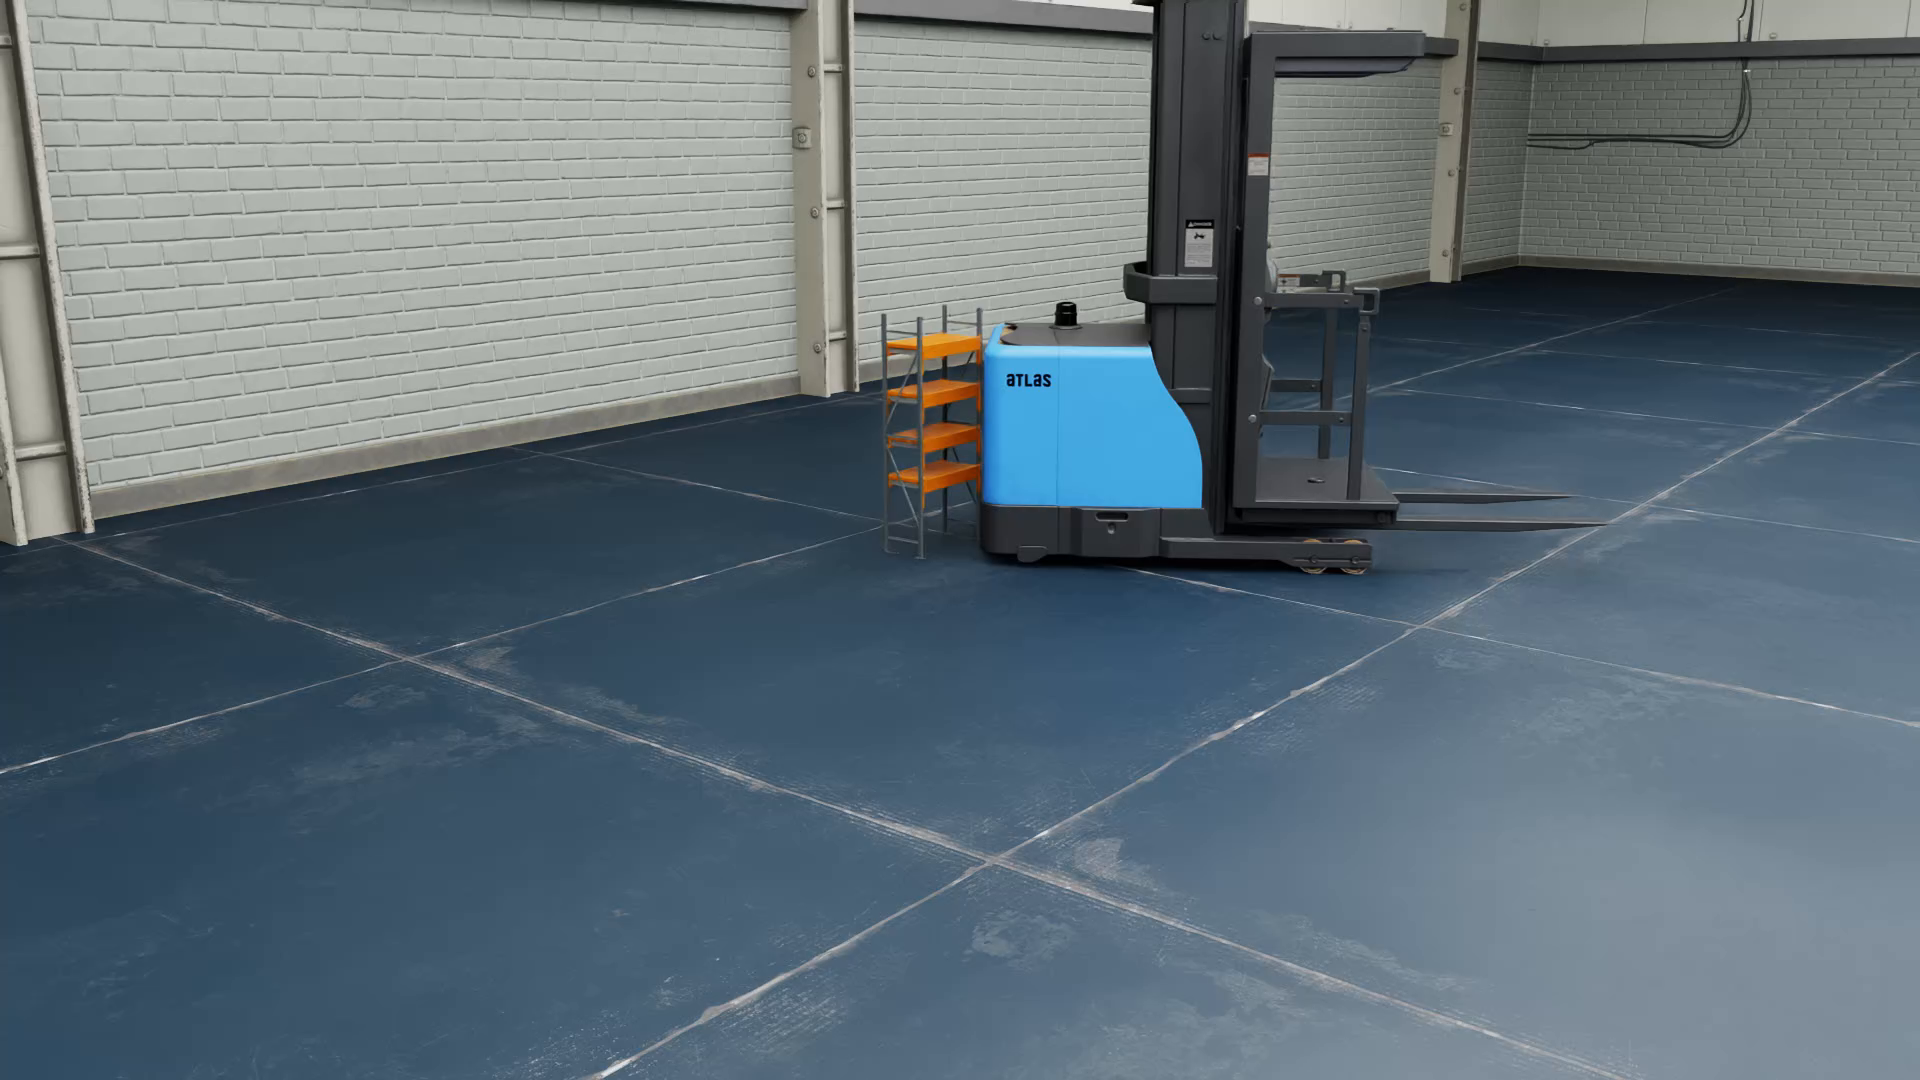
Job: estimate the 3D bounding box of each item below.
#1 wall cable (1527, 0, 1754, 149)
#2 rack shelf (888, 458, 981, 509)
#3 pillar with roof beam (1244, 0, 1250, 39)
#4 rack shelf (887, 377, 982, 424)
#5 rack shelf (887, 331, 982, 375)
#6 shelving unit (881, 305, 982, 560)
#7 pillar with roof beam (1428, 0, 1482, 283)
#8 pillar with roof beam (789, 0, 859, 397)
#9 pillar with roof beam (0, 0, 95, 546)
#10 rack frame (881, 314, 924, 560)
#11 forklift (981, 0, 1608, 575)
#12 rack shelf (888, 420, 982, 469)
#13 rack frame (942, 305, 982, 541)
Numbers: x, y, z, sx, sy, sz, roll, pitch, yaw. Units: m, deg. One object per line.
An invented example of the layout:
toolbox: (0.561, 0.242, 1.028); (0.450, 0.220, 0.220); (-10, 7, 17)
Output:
wall cable: (9.377, -6.694, 23.001); (3.097, 2.526, 0.112); (11, 18, 38)
rack shelf: (-0.136, -0.291, 8.413); (0.258, 0.148, 0.480); (10, 18, 35)
pillar with roof beam: (6.074, -6.024, 14.058); (9.100, 9.000, 0.400); (11, 18, 38)
rack shelf: (-0.136, -0.701, 8.309); (0.258, 0.148, 0.480); (10, 18, 35)
rack shelf: (-0.136, -0.930, 8.250); (0.258, 0.148, 0.480); (10, 18, 35)
shelving unit: (-0.136, -0.549, 8.347); (0.258, 1.200, 0.503); (10, 18, 35)
pillar with roof beam: (9.845, -7.173, 18.581); (9.100, 9.000, 0.400); (11, 18, 38)
pillar with roof beam: (2.303, -4.875, 9.535); (9.100, 9.000, 0.400); (11, 18, 38)
pillar with roof beam: (-1.468, -3.726, 5.012); (9.100, 9.000, 0.400); (11, 18, 38)
rack frame: (-0.282, -0.501, 8.157); (0.240, 1.200, 0.015); (10, 18, 35)
forklift: (1.642, -1.390, 8.141); (3.031, 2.935, 1.130); (1, 14, 4)
rack shelf: (-0.136, -0.484, 8.364); (0.258, 0.148, 0.480); (10, 18, 35)
rack frame: (0.010, -0.597, 8.537); (0.240, 1.200, 0.015); (10, 18, 35)
